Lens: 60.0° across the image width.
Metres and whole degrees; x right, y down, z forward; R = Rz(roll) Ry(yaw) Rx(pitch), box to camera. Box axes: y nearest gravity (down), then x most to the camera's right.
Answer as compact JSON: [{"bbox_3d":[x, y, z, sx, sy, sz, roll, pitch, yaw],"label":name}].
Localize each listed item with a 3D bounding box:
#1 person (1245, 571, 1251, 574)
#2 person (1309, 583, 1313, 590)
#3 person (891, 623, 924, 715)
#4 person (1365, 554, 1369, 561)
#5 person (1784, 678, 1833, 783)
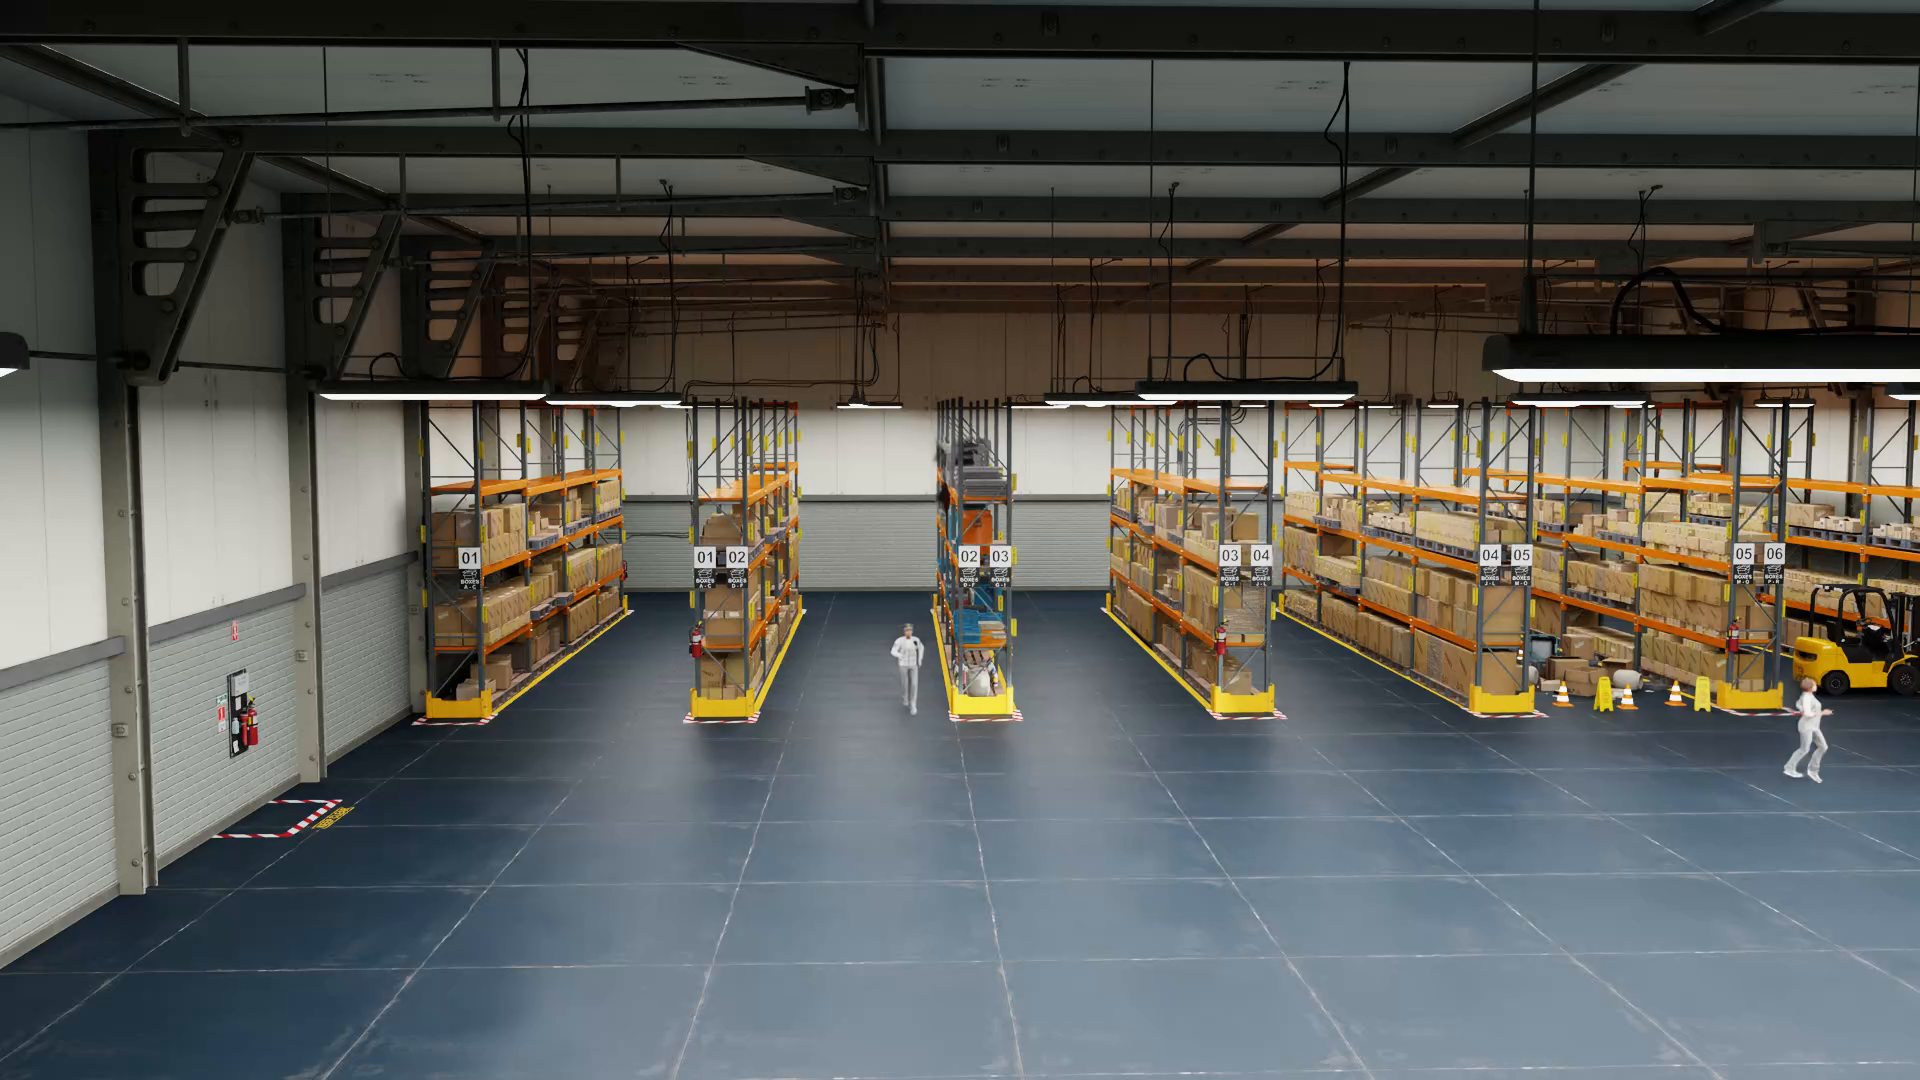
[{"bbox_3d":[8.360,1.107,48.090,0.929,1.766,0.728,-4,6,-39],"label":"person"},{"bbox_3d":[10.533,1.042,49.280,0.763,1.812,0.689,-2,5,-23],"label":"person"},{"bbox_3d":[-0.994,2.428,31.830,0.644,1.710,0.899,-1,4,-8],"label":"person"},{"bbox_3d":[11.401,1.199,46.562,0.620,1.600,0.815,-1,5,-18],"label":"person"},{"bbox_3d":[13.117,2.943,25.679,0.660,1.635,0.514,4,6,40],"label":"person"}]
